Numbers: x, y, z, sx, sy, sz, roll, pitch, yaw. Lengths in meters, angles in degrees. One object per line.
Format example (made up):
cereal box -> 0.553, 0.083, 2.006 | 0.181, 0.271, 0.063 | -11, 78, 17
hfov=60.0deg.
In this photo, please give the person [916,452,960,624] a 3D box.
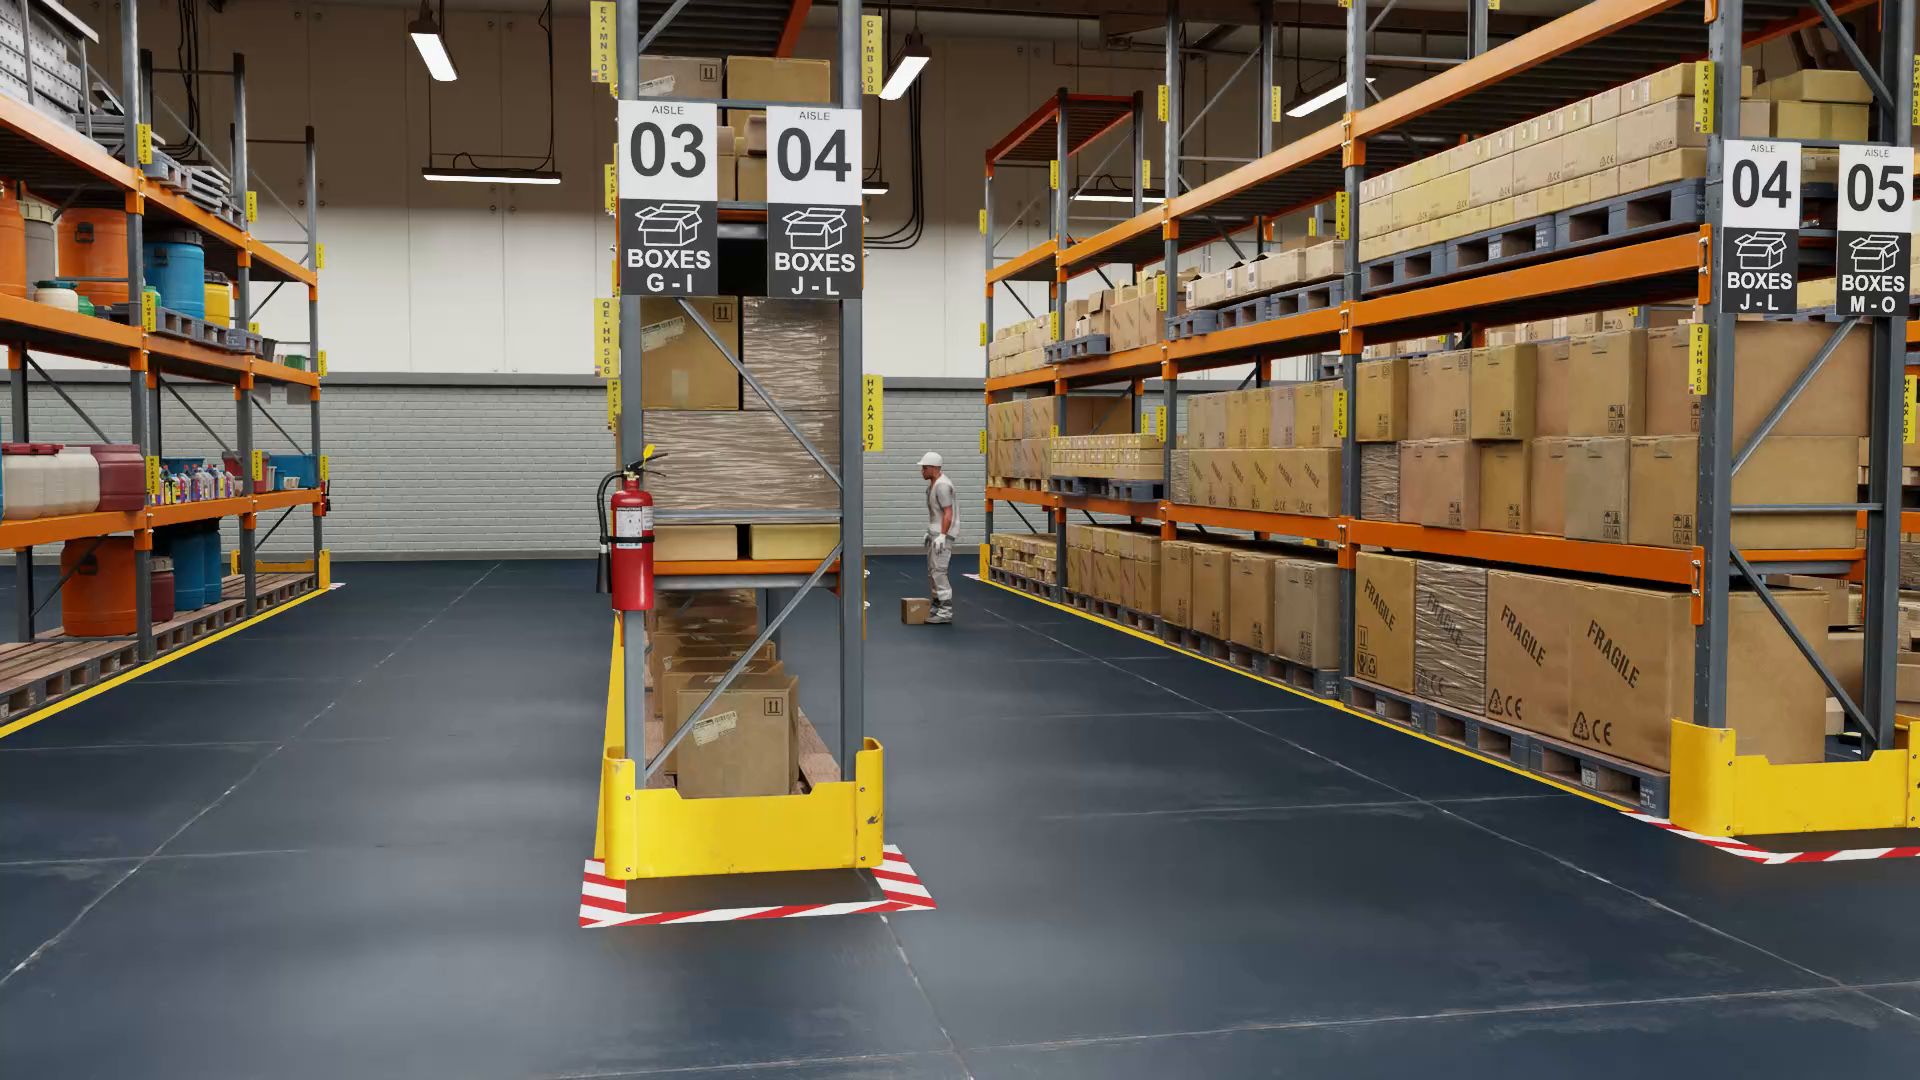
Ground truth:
person -> -0.239, -0.024, 17.347 | 0.452, 1.779, 0.622 | -1, 3, -13
